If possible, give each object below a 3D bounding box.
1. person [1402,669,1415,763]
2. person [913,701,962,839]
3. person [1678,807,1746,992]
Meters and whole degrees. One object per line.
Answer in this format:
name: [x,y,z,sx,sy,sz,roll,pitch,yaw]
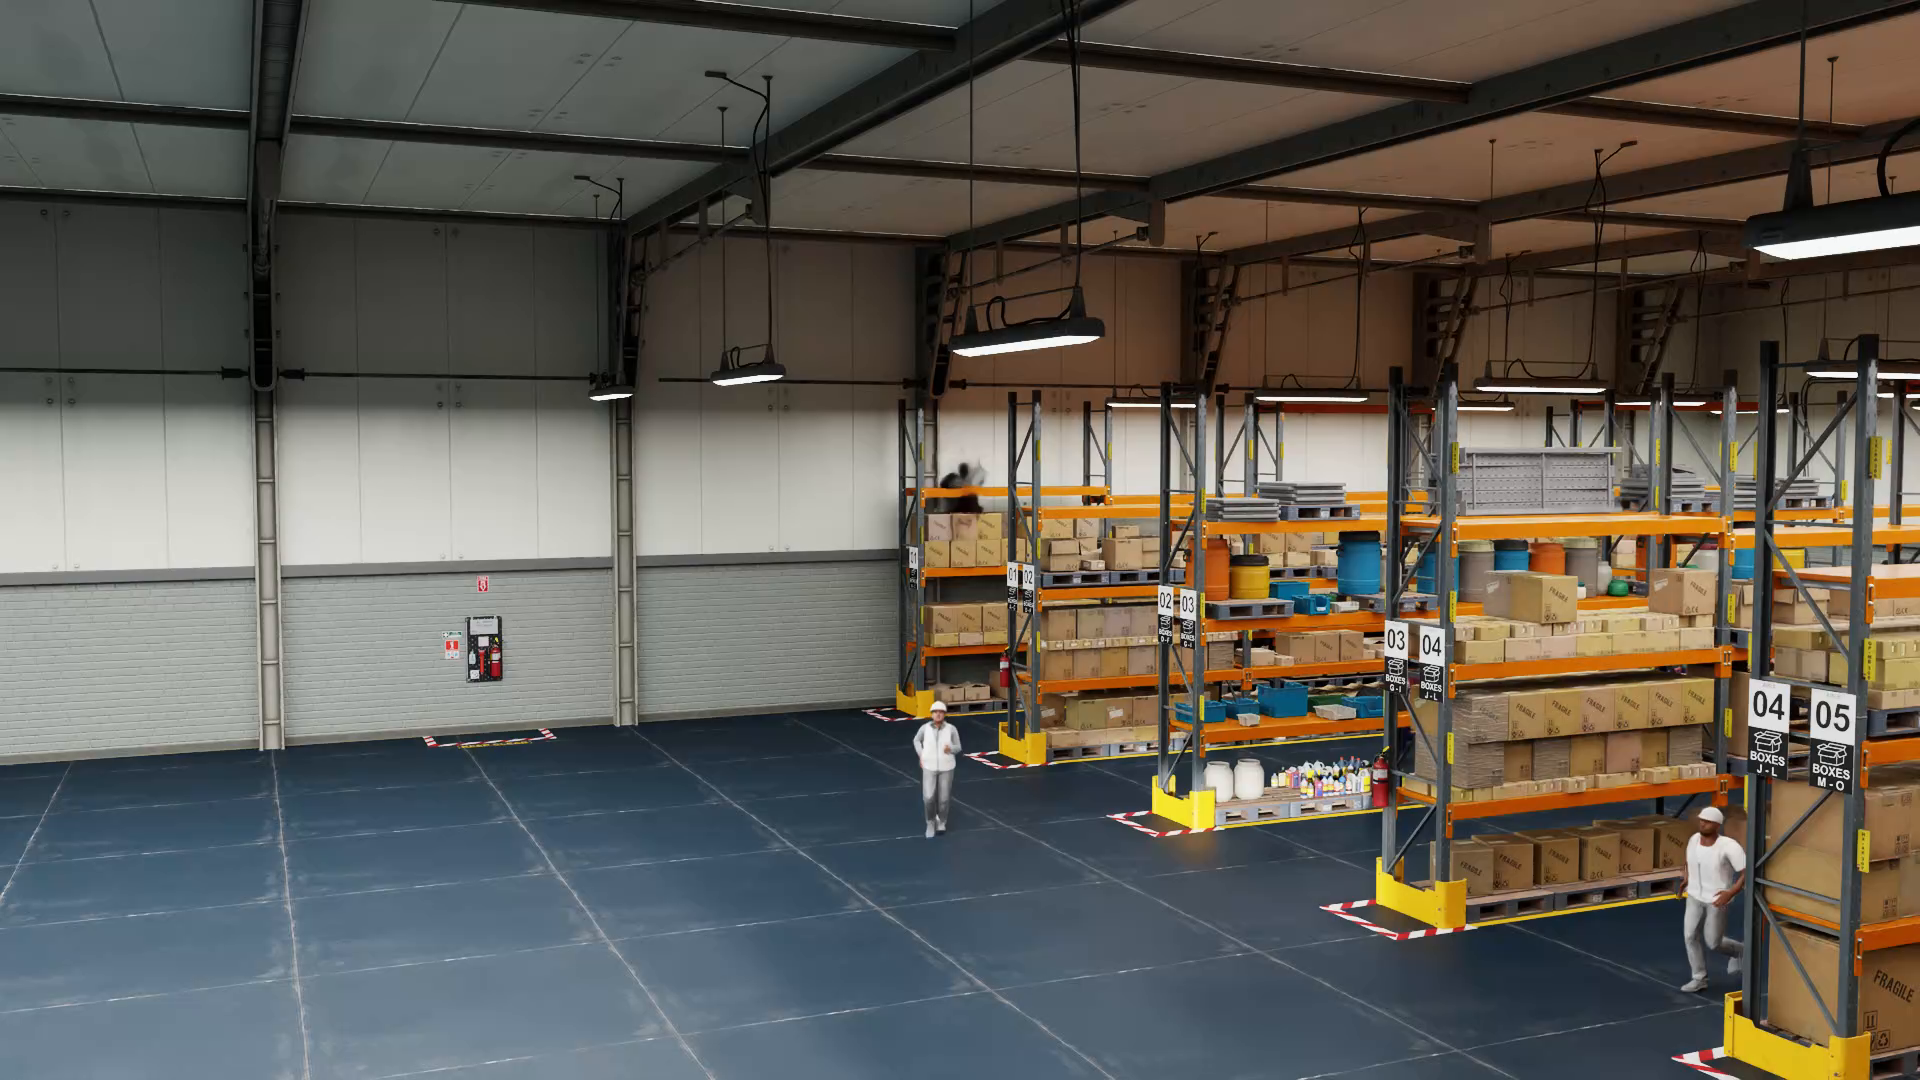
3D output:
person: [7.230,2.791,26.857,0.841,1.648,0.607,-2,4,-31]
person: [-0.295,3.015,21.749,0.638,1.803,0.688,0,3,0]
person: [7.142,3.379,15.741,0.756,1.736,0.719,-2,4,-32]
